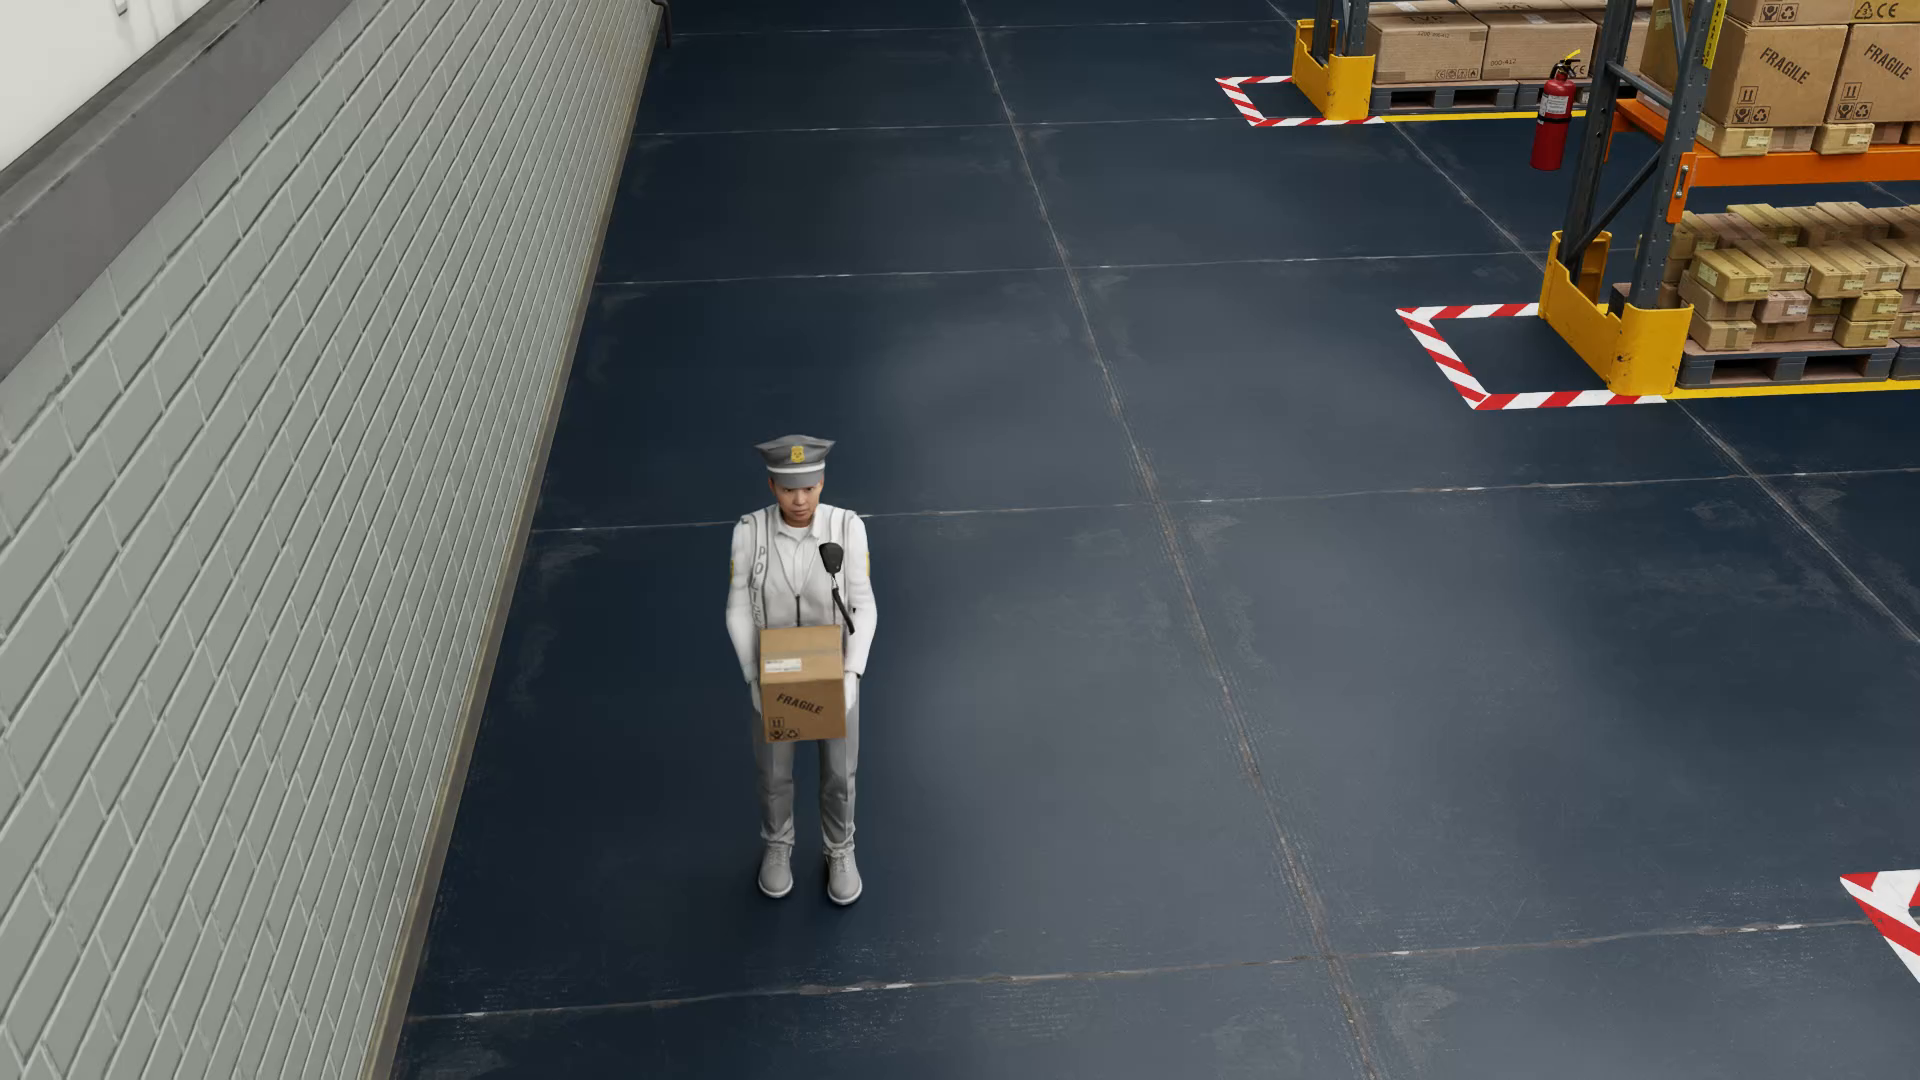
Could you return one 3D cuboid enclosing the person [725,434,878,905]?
[{"bbox_3d":[-0.498,0.453,5.358,0.482,1.692,0.517,-3,31,-5],"label":"person"}]
